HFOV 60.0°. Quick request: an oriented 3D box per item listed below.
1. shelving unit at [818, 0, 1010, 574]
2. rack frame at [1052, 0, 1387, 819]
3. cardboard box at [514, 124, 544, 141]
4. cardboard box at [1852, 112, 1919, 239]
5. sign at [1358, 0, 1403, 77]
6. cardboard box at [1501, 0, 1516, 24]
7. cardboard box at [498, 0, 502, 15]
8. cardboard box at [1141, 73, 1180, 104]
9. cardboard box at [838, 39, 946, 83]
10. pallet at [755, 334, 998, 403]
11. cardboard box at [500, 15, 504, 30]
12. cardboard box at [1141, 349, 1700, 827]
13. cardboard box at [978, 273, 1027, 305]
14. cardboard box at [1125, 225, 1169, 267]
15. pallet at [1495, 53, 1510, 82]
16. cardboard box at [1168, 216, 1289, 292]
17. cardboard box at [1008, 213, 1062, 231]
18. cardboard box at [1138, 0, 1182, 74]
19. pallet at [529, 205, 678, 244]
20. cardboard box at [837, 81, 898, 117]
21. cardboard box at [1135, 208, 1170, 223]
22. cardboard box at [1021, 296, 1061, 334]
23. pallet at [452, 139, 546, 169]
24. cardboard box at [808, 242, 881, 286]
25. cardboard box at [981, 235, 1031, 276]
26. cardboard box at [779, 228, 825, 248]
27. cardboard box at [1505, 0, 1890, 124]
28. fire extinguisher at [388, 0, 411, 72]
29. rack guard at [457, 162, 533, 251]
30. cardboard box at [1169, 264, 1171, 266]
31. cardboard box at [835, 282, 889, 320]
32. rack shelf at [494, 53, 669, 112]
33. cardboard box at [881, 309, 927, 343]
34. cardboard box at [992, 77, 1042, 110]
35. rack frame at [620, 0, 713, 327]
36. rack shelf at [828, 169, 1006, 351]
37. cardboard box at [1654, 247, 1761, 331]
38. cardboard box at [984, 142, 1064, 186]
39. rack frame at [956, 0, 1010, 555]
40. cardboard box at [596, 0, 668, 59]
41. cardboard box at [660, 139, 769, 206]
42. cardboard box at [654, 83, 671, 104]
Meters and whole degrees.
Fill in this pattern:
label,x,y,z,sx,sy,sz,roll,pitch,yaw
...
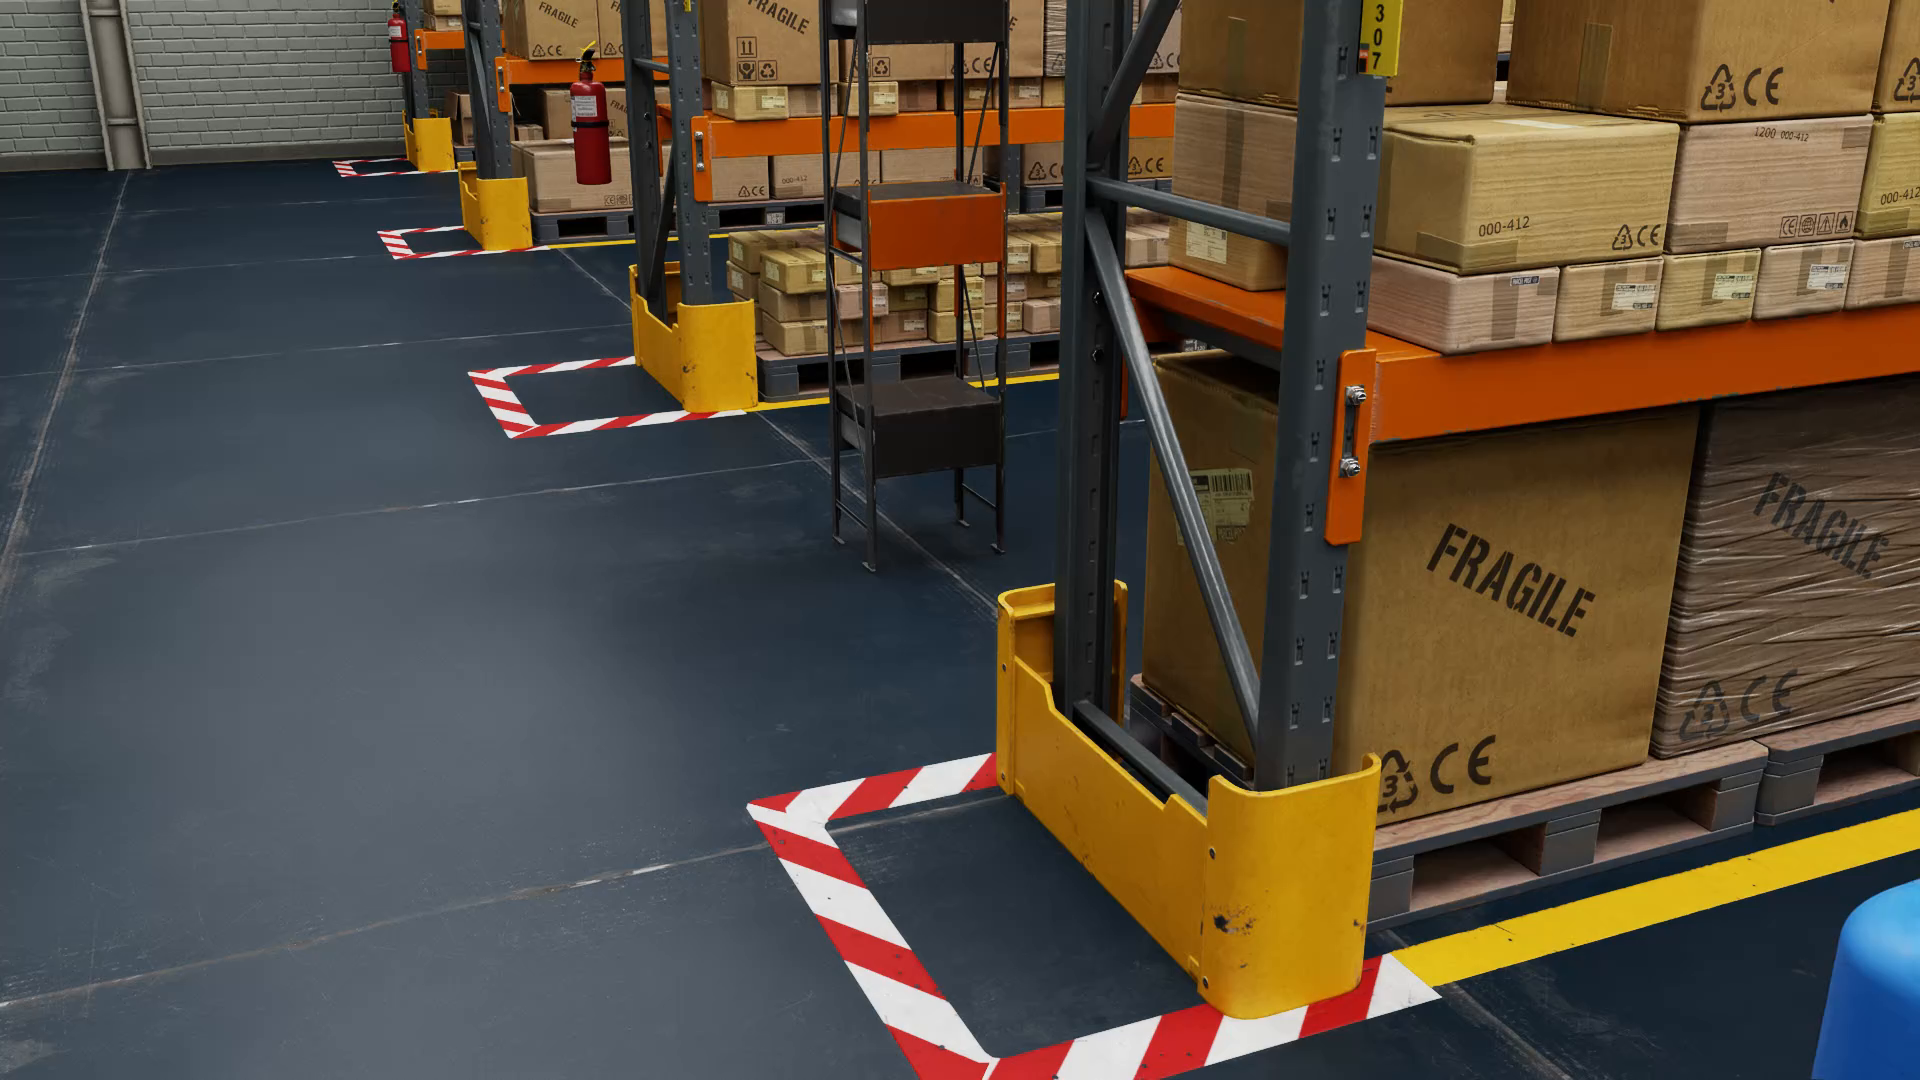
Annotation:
label,x,y,z,sx,sy,sz,roll,pitch,yaw
shelving unit,-0.152,-0.969,5.611,0.503,2.100,0.431,-8,21,-22
rack frame,0.484,-0.657,3.371,0.127,3.000,1.000,-8,21,-22
cardboard box,-4.406,-4.141,16.927,0.250,0.149,0.380,-9,21,-24
cardboard box,1.969,-0.843,3.677,0.500,0.250,0.500,-9,21,-24
sign,0.698,-0.933,2.731,0.005,0.325,0.100,-8,21,-22
cardboard box,2.829,-2.840,8.871,0.250,0.149,0.380,-8,21,-21
cardboard box,-4.425,-5.306,16.352,0.500,0.250,0.500,-8,21,-21
cardboard box,0.914,-2.309,8.441,0.250,0.149,0.380,-8,21,-23
cardboard box,-0.385,-2.423,7.789,0.500,0.500,0.500,-8,21,-22
pallet,-0.558,-0.974,8.469,1.213,0.211,1.003,-8,21,-22
cardboard box,-4.558,-5.126,16.442,0.250,0.149,0.380,-8,21,-23
cardboard box,1.040,0.039,3.963,0.875,0.875,0.875,-8,21,-22
cardboard box,0.143,-1.310,8.437,0.250,0.149,0.380,-9,21,-25
cardboard box,0.893,-1.523,8.595,0.250,0.149,0.380,-9,21,-24
pallet,3.045,-2.675,9.391,1.213,0.211,1.003,-8,21,-22
cardboard box,0.681,-0.686,3.831,0.250,0.149,0.380,-8,21,-21
cardboard box,0.442,-1.663,8.993,0.250,0.149,0.380,-8,21,-22
cardboard box,1.018,-2.614,8.330,0.500,0.500,0.500,-8,21,-22
pallet,-2.738,-2.493,12.784,1.213,0.211,1.003,-8,21,-22
cardboard box,-0.475,-2.072,7.769,0.250,0.149,0.380,-9,21,-23
cardboard box,1.167,-1.753,9.249,0.250,0.149,0.380,-9,21,-23
cardboard box,0.391,-1.171,8.490,0.250,0.149,0.380,-9,21,-25
pallet,-4.609,-3.992,17.042,1.213,0.211,1.003,-8,21,-22
cardboard box,-0.567,-1.355,8.118,0.250,0.149,0.380,-8,21,-21
cardboard box,0.169,-1.441,8.361,0.250,0.149,0.380,-7,21,-20
cardboard box,-0.749,-1.479,8.471,0.250,0.149,0.380,-8,21,-21
cardboard box,1.491,-1.127,3.354,0.500,0.500,0.500,-9,21,-23
fire extinguisher,-5.363,-4.819,15.871,0.183,0.674,0.296,-8,21,-22
rack guard,-3.463,-2.497,12.360,0.348,0.500,1.175,-8,21,-22
cardboard box,1.144,-1.442,8.812,0.250,0.149,0.380,-8,21,-21
cardboard box,-0.531,-1.186,8.086,0.250,0.149,0.380,-8,21,-22
rack shelf,-1.605,-3.603,12.821,4.000,0.370,1.077,-8,21,-22
cardboard box,-0.347,-1.102,8.294,0.250,0.149,0.380,-8,21,-21
cardboard box,0.205,-2.200,8.132,0.250,0.149,0.380,-9,21,-23
rack frame,-1.388,-2.183,7.705,0.127,3.000,1.000,-8,21,-22
rack shelf,-0.152,-0.956,5.616,0.480,0.518,0.431,-8,21,-22
cardboard box,1.411,-0.552,3.453,0.250,0.149,0.380,-9,21,-23
cardboard box,0.769,-3.507,14.033,0.875,0.875,0.875,-7,21,-20
rack frame,0.072,-1.001,5.703,0.015,2.100,0.400,-8,21,-22
cardboard box,-2.433,-3.777,12.081,0.500,0.500,0.500,-8,21,-23
cardboard box,-2.038,-2.909,12.992,0.875,0.438,0.875,-8,21,-20
cardboard box,-3.058,-4.500,17.417,0.500,0.500,0.700,-9,21,-24
